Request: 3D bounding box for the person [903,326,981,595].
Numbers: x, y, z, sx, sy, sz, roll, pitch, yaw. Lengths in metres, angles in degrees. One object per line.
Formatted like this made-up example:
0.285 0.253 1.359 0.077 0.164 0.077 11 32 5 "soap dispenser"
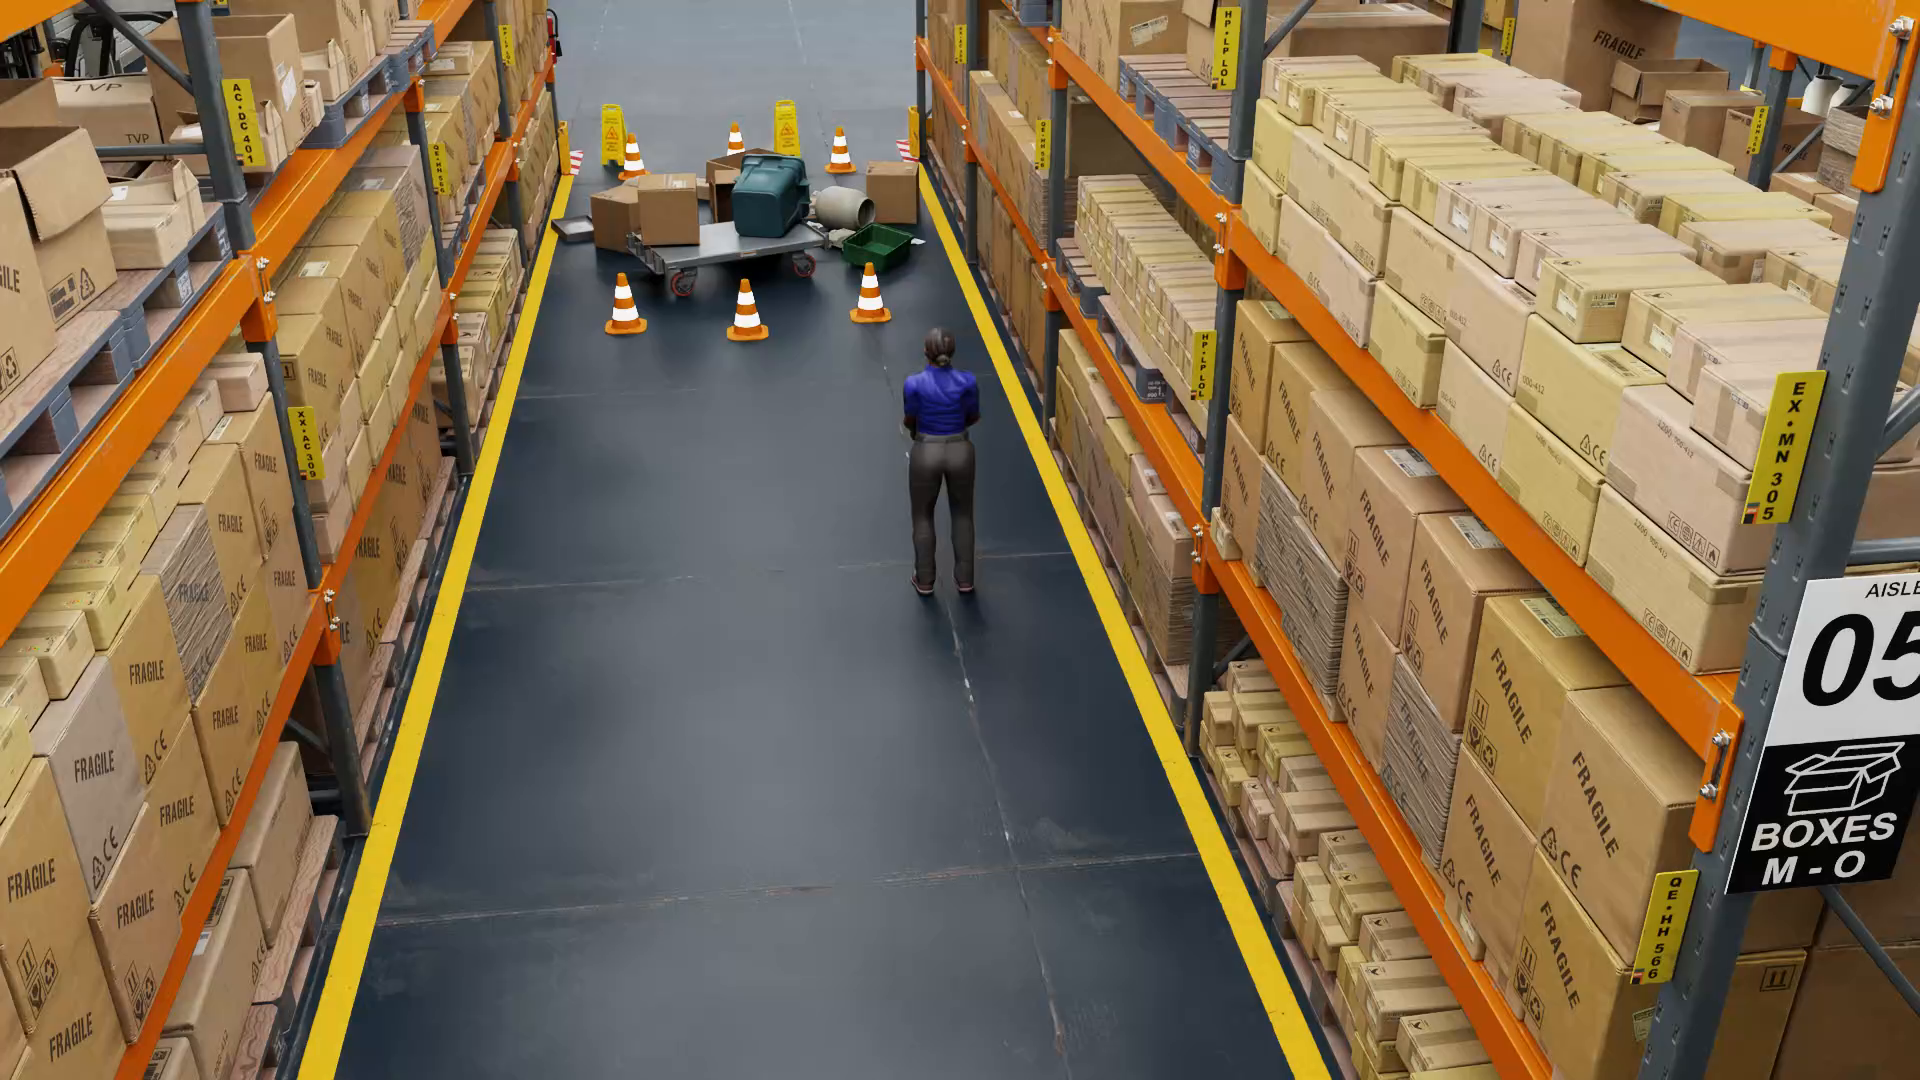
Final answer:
-0.110 -0.493 9.590 0.451 1.651 0.515 -3 27 -6 "person"
